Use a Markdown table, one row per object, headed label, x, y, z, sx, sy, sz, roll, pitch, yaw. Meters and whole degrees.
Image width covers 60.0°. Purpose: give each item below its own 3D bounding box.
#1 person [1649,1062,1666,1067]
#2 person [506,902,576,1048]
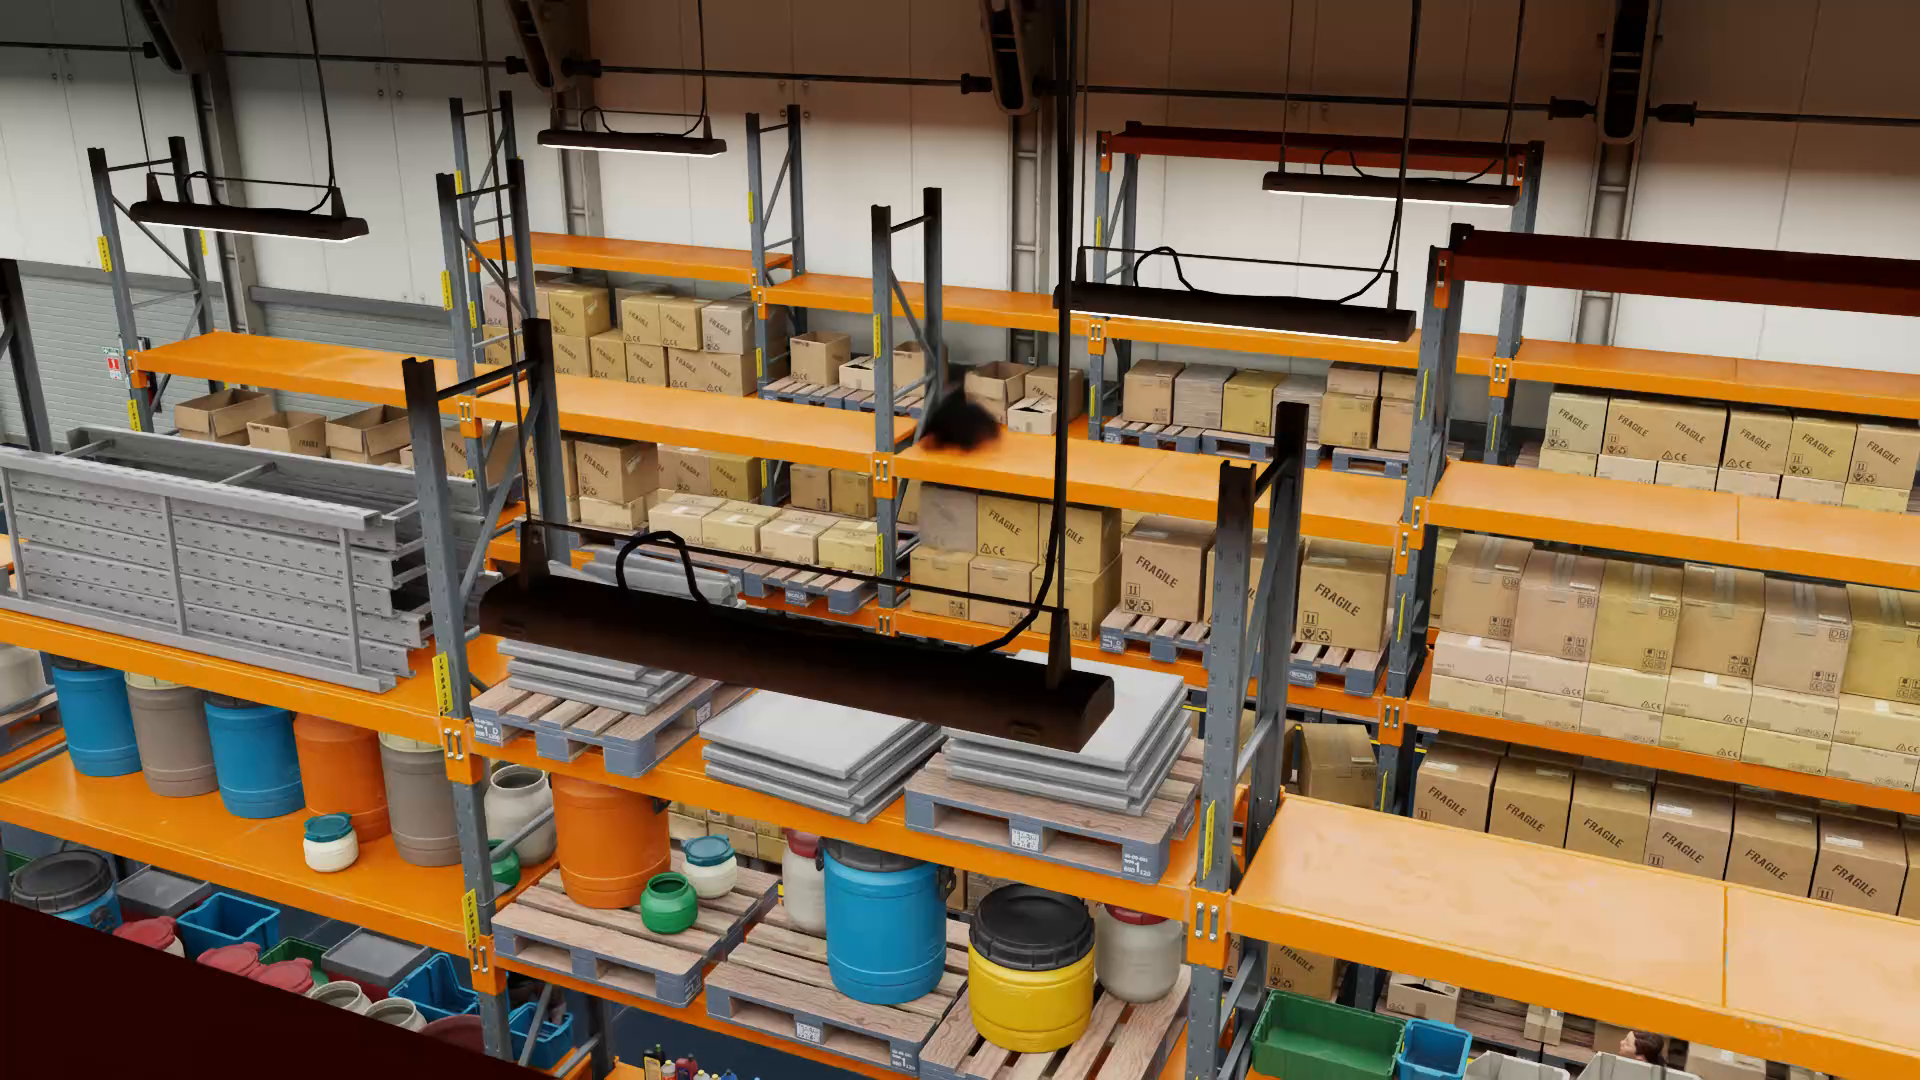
| label | x | y | z | sx | sy | sz | roll | pitch | yaw |
| --- | --- | --- | --- | --- | --- | --- | --- | --- | --- |
| person | 4.138 | 3.800 | 10.384 | 0.635 | 1.322 | 0.510 | 5 | 21 | 14 |
| person | -3.051 | 3.158 | 11.871 | 0.652 | 1.745 | 0.475 | -13 | 24 | -30 |
